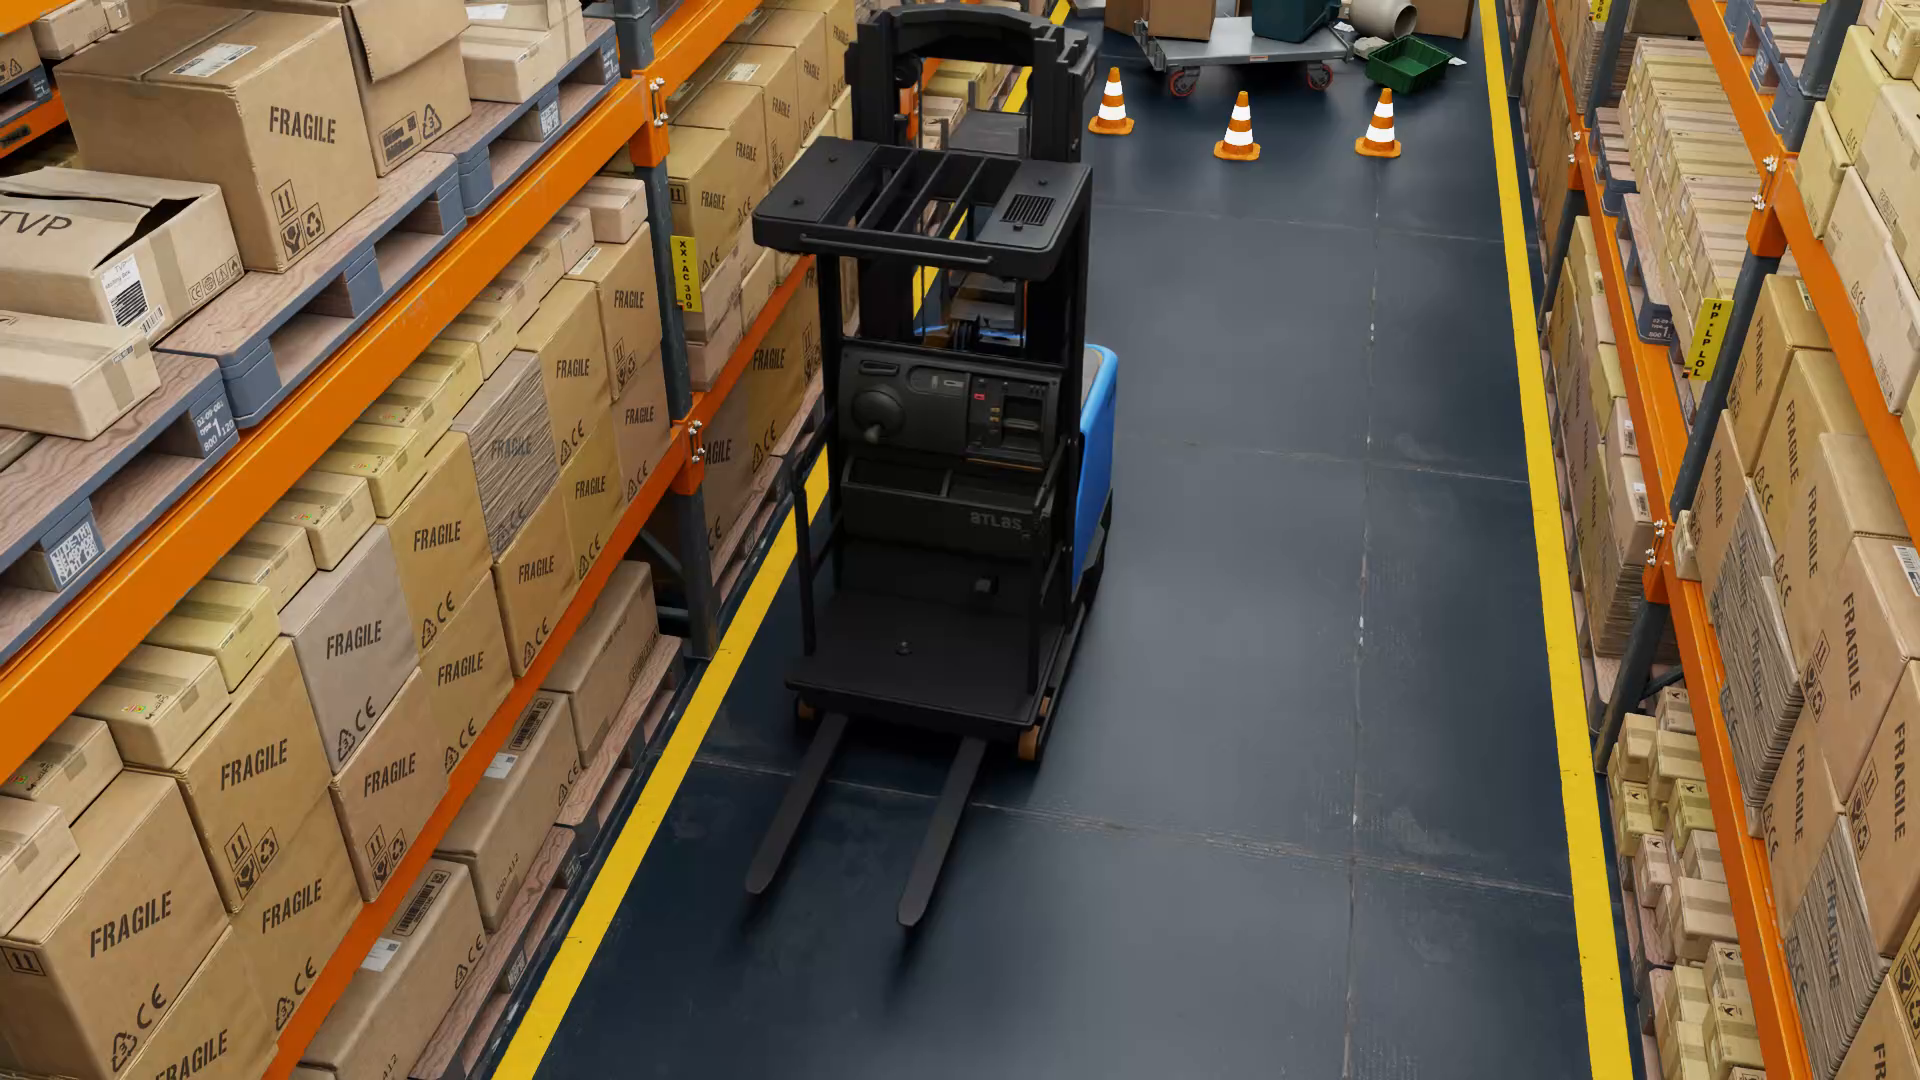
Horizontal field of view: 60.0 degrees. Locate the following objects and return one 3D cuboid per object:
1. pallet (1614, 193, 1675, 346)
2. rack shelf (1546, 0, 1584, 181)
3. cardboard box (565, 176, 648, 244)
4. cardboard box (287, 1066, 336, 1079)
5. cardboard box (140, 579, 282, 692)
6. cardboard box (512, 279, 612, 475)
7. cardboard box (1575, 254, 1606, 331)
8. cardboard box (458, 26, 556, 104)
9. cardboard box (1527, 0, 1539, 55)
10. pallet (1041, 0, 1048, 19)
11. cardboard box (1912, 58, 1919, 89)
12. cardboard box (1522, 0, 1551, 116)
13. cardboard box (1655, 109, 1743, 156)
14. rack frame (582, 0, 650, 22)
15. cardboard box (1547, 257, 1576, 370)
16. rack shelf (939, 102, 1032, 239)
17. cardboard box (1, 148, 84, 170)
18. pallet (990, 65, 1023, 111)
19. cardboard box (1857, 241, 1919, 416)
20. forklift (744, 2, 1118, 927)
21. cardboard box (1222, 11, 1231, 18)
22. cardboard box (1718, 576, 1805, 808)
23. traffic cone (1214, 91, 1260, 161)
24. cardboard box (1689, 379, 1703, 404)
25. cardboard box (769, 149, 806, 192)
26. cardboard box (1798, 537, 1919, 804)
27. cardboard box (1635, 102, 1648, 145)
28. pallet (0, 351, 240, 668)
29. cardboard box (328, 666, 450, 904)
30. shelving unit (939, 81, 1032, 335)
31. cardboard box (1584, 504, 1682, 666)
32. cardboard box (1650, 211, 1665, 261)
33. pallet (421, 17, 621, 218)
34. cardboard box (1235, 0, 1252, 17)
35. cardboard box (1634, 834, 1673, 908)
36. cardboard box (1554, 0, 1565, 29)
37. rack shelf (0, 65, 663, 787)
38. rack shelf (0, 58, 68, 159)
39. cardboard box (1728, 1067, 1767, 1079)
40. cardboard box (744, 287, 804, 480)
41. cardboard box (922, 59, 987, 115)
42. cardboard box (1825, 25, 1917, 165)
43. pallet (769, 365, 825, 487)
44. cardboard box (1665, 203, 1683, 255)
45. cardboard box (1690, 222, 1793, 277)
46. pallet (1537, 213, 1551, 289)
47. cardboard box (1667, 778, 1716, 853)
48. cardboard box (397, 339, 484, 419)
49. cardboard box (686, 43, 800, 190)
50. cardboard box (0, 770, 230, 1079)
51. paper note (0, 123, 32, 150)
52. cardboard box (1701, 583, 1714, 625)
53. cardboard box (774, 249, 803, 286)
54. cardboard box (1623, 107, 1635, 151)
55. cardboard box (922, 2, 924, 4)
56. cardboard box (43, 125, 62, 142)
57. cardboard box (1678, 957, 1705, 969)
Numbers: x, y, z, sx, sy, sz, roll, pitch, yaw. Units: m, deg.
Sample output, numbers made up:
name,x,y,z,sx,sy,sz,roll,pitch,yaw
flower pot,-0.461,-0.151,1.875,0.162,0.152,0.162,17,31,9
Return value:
name,x,y,z,sx,sy,sz,roll,pitch,yaw
pallet,3.697,-1.256,7.861,1.003,0.211,1.213,7,37,10
rack shelf,4.507,-3.329,11.171,1.077,0.370,4.000,7,37,10
cardboard box,-1.387,-1.235,6.178,0.380,0.149,0.250,7,36,9
cardboard box,-2.443,2.026,4.994,0.875,0.438,0.875,6,36,8
cardboard box,-1.948,0.226,4.162,0.380,0.149,0.250,6,36,8
cardboard box,-1.580,-0.594,5.846,0.500,0.500,0.500,7,36,9
cardboard box,3.587,-1.280,8.863,0.500,0.250,0.500,7,37,9
cardboard box,-1.513,-1.509,5.261,0.380,0.149,0.250,8,37,11
cardboard box,5.136,-4.429,13.528,0.875,0.875,0.875,8,37,11
pallet,0.185,-4.590,14.674,1.003,0.211,1.213,7,37,10
cardboard box,2.837,-1.259,4.508,0.380,0.149,0.250,7,37,9
cardboard box,4.889,-3.659,12.572,1.050,0.750,0.750,7,37,10
cardboard box,3.567,-1.941,7.992,0.380,0.149,0.250,9,37,12
rack frame,-1.632,-3.173,5.229,1.000,3.000,0.127,7,37,10
cardboard box,3.679,-1.258,9.473,0.500,0.500,0.500,6,36,8
rack shelf,0.171,-1.740,7.962,0.431,0.518,0.480,9,37,12
cardboard box,-5.714,-2.311,10.372,0.380,0.149,0.250,8,37,11
pallet,-0.088,-3.754,13.520,1.003,0.211,1.213,7,37,10
cardboard box,2.640,-0.518,4.251,0.500,0.250,0.500,9,37,12
forklift,-0.104,-0.482,6.688,1.130,2.935,3.031,9,37,12
cardboard box,2.347,-4.421,14.394,0.258,0.266,0.396,-17,39,-22
cardboard box,2.632,0.479,4.964,0.500,0.500,0.500,7,36,9
traffic cone,2.094,-3.125,12.437,0.336,0.463,0.334,7,37,10
cardboard box,3.171,-0.651,6.718,0.380,0.149,0.250,8,37,10
cardboard box,-1.045,-1.690,7.998,0.500,0.250,0.500,8,37,11
cardboard box,2.546,0.360,4.277,0.500,0.500,0.500,6,36,8
cardboard box,3.670,-2.102,8.467,0.380,0.149,0.250,6,36,9
pallet,-2.338,-0.056,3.560,1.003,0.211,1.213,7,37,10
cardboard box,-1.897,0.687,4.931,0.500,0.500,0.500,7,37,10
shelving unit,0.171,-1.184,8.365,0.431,2.100,0.503,9,37,12
cardboard box,3.137,0.205,7.453,0.500,0.500,0.500,7,36,9
cardboard box,3.449,-1.402,7.755,0.380,0.149,0.250,6,36,8
pallet,-1.817,-1.454,5.490,1.003,0.211,1.213,7,37,10
cardboard box,2.837,-4.806,14.606,0.797,0.637,0.503,7,37,10
cardboard box,2.774,1.273,6.278,0.380,0.149,0.250,7,37,10
cardboard box,4.233,-3.673,10.947,0.500,0.500,0.500,8,37,11
rack shelf,-2.060,-0.520,4.739,1.077,0.370,4.000,7,37,10
rack shelf,-6.055,-2.219,9.639,1.077,0.370,4.000,7,37,10
cardboard box,2.562,1.780,5.072,0.380,0.149,0.250,6,36,8
cardboard box,-1.393,-0.937,8.710,0.875,0.875,0.875,8,37,11
cardboard box,-0.330,-3.323,12.431,0.950,0.372,0.625,8,37,12
cardboard box,2.888,-1.291,4.892,0.500,0.250,0.500,8,37,11
pallet,-1.283,-0.768,9.400,1.003,0.211,1.213,7,37,10
cardboard box,3.395,-1.379,7.469,0.380,0.149,0.250,7,37,10
cardboard box,3.290,-1.197,6.965,0.380,0.149,0.250,7,37,10
pallet,4.321,-1.788,10.807,1.003,0.211,1.213,7,37,10
cardboard box,2.826,1.036,6.100,0.380,0.149,0.250,7,36,9
cardboard box,-1.722,-0.510,5.178,0.380,0.149,0.250,7,36,9
cardboard box,-1.066,-1.987,7.769,0.500,0.500,0.500,6,36,9
cardboard box,-2.106,0.865,3.833,0.500,0.500,0.500,7,36,9
paper note,-2.607,-1.114,4.583,0.006,0.032,0.123,7,37,10
cardboard box,2.862,0.200,5.903,0.380,0.149,0.250,8,37,11
cardboard box,-1.046,-1.491,8.148,0.500,0.250,0.500,7,37,10
cardboard box,3.729,-2.157,8.797,0.380,0.149,0.250,9,37,12
cardboard box,-0.434,-3.426,10.547,0.380,0.149,0.250,5,36,7
cardboard box,-6.127,-2.668,10.865,0.380,0.149,0.250,8,37,11
cardboard box,2.710,1.460,5.767,0.380,0.149,0.250,9,37,12
